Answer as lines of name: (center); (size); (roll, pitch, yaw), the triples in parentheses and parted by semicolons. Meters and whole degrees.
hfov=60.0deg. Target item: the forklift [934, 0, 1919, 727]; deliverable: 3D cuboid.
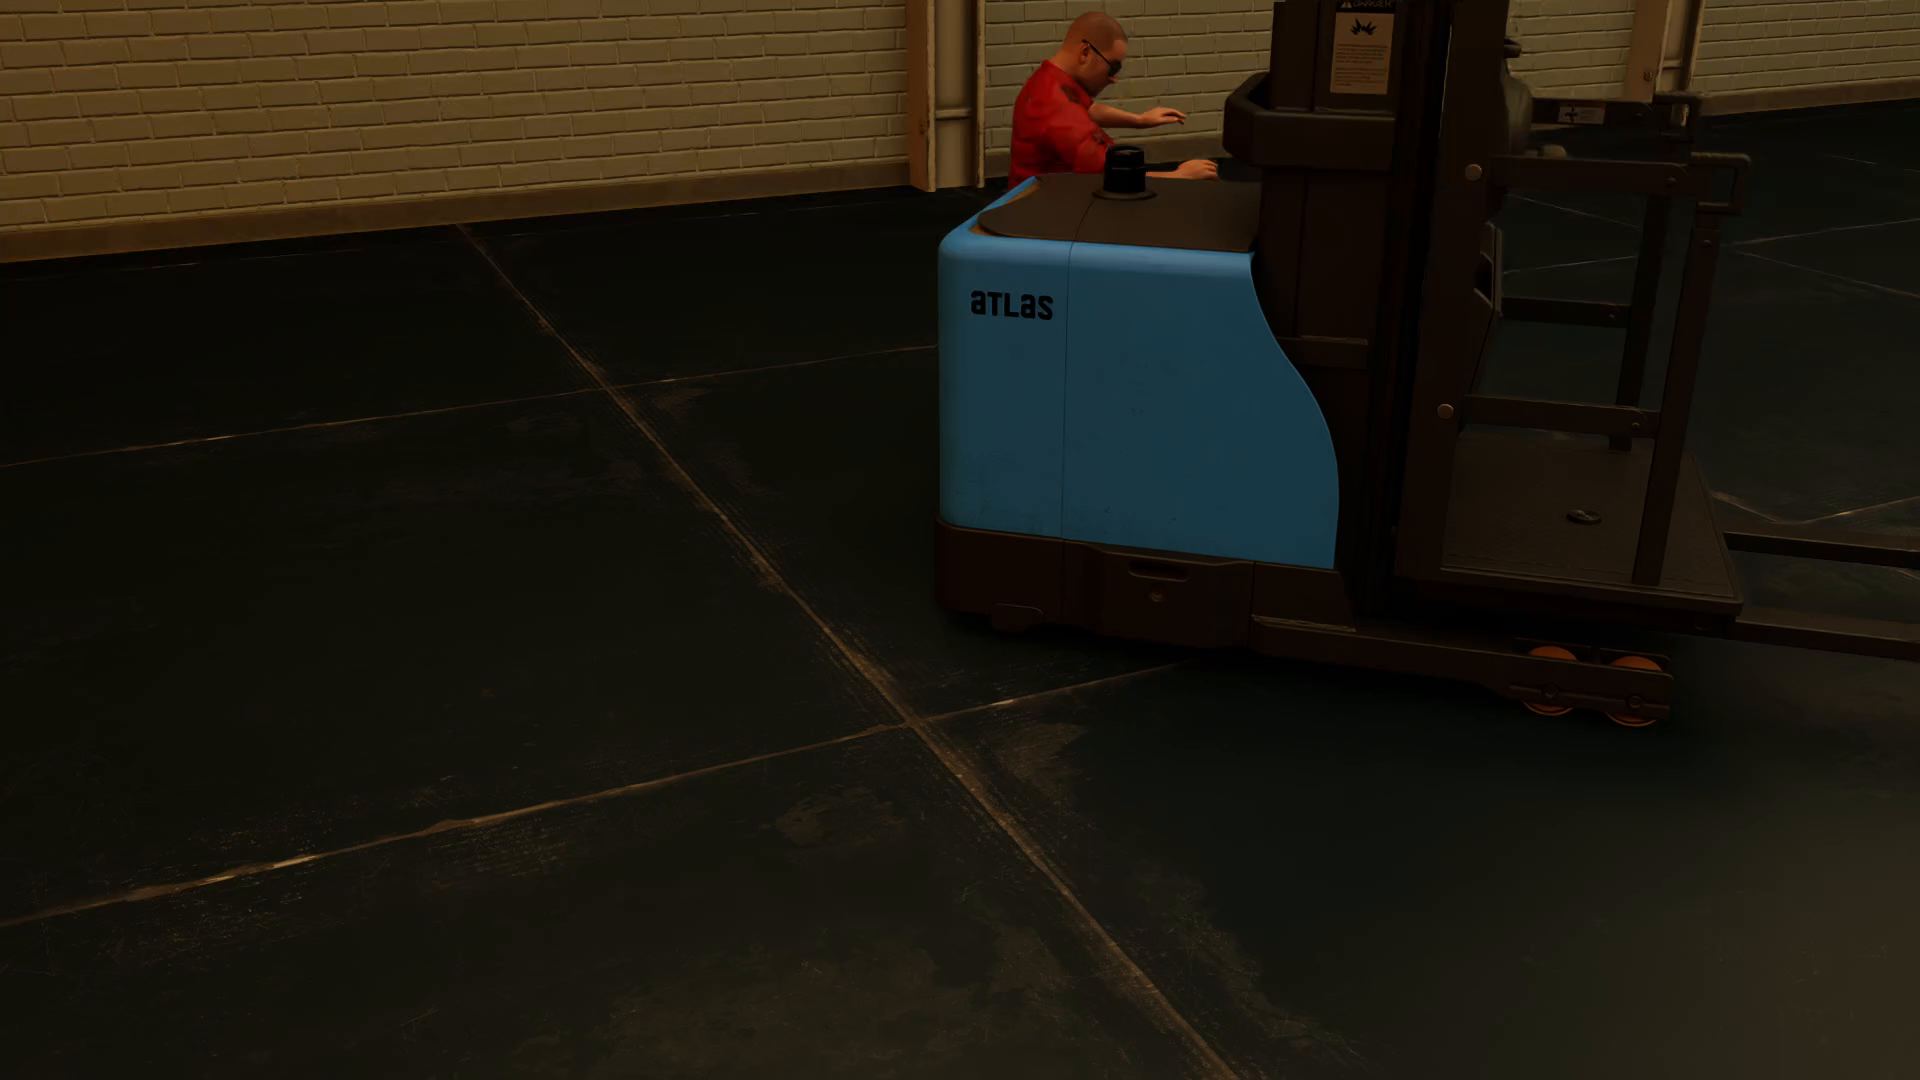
forklift: (1.506, -1.130, 4.006); (3.031, 2.935, 1.130); (7, 23, 16)

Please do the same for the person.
person: (0.488, -0.956, 5.517); (0.673, 1.532, 1.167); (-1, 23, -4)
